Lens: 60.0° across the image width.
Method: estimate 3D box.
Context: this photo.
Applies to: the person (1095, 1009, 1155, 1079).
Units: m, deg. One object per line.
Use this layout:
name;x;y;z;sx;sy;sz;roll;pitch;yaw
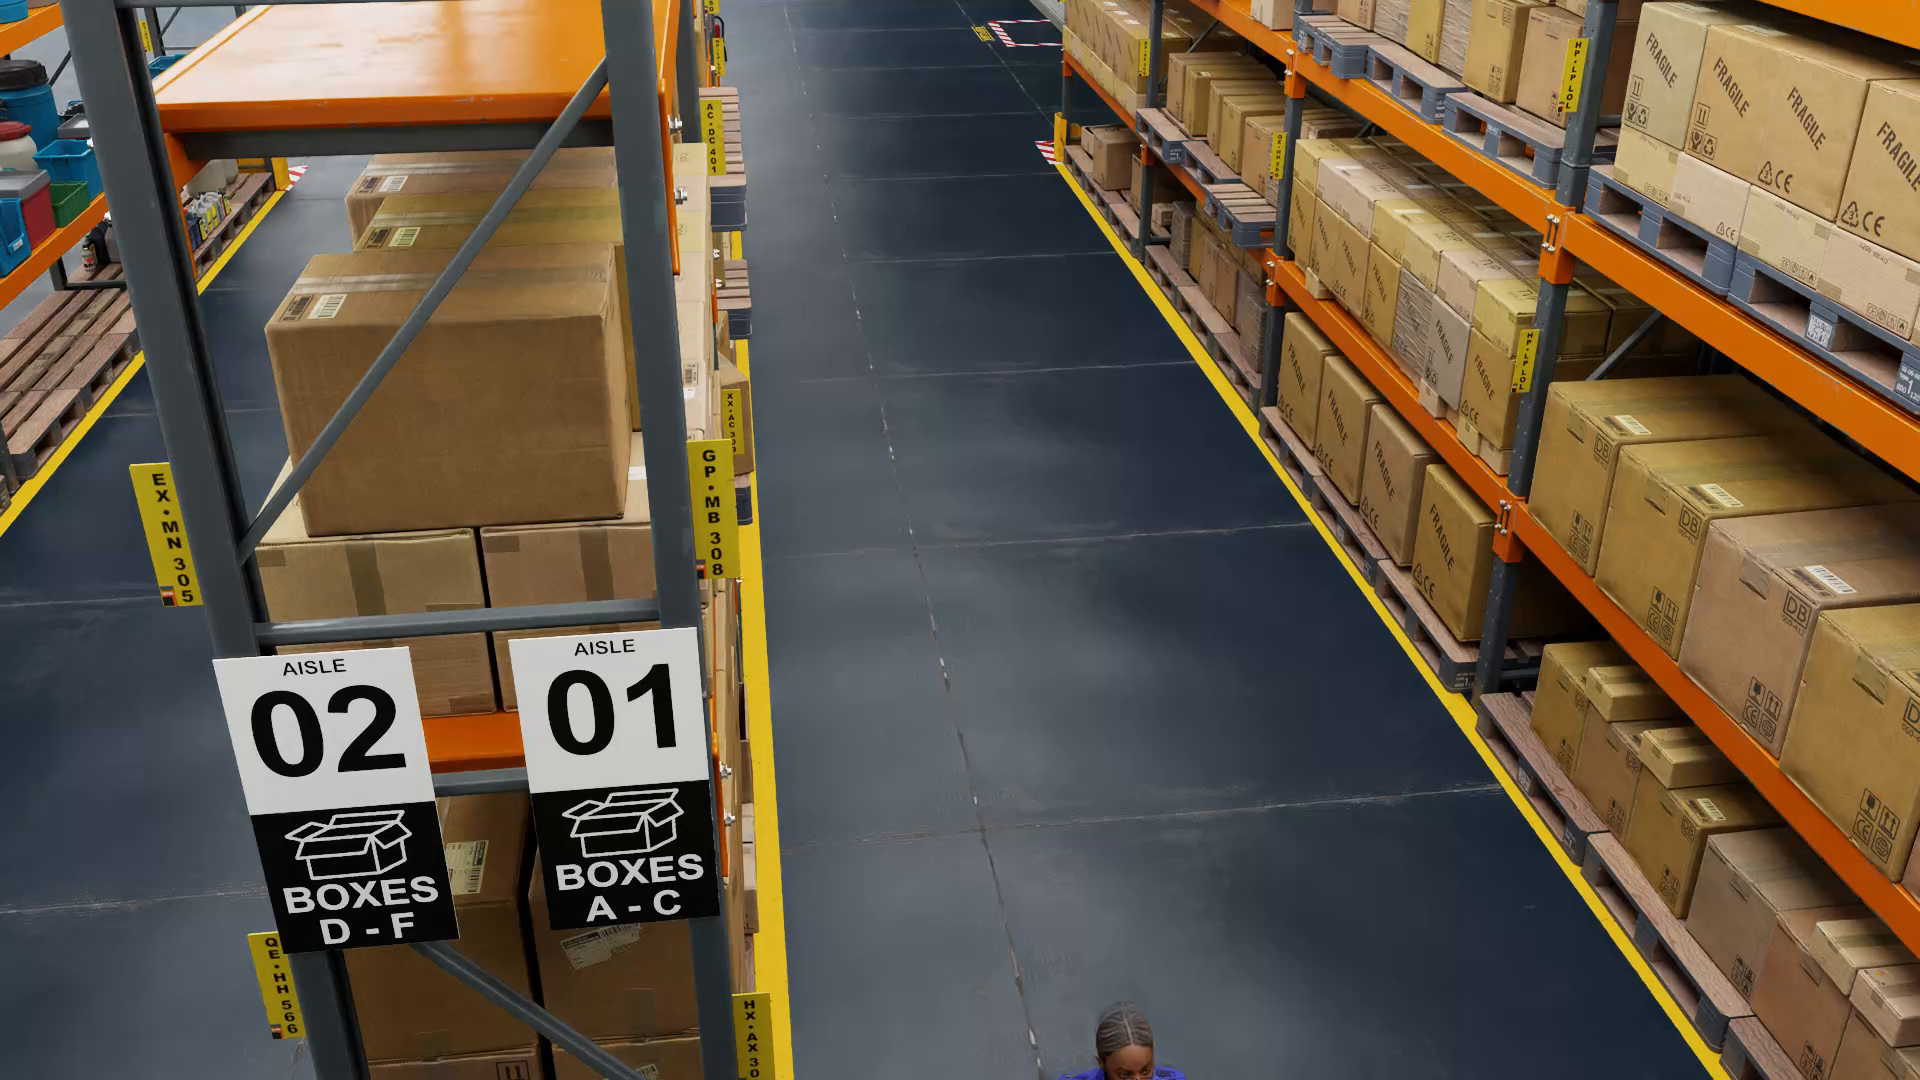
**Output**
person;0.473;2.042;5.035;0.460;1.528;0.767;-2;27;-4
